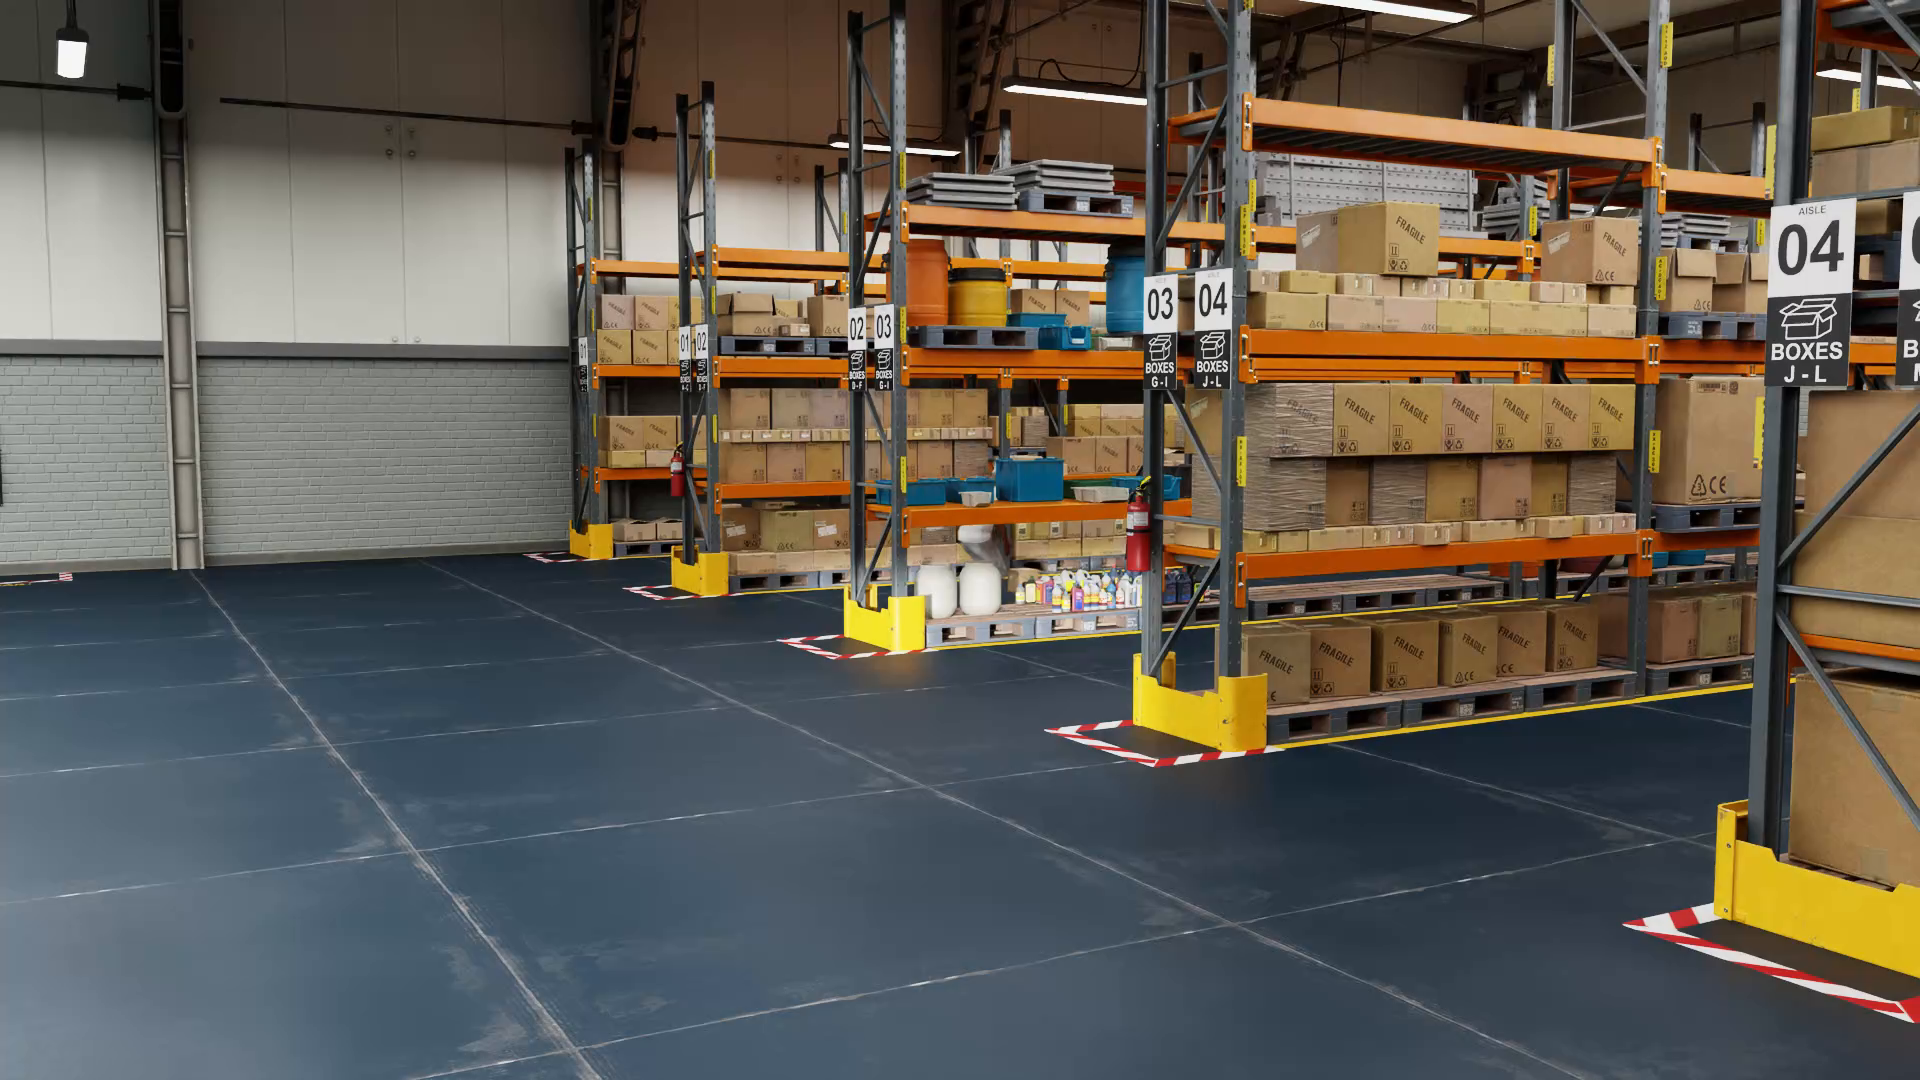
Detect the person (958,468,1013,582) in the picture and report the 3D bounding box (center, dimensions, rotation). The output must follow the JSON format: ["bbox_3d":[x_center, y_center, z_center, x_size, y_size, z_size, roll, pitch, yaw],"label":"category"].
[{"bbox_3d":[0.282,-0.002,18.163,0.622,1.591,0.620,-3,6,-28],"label":"person"}]
